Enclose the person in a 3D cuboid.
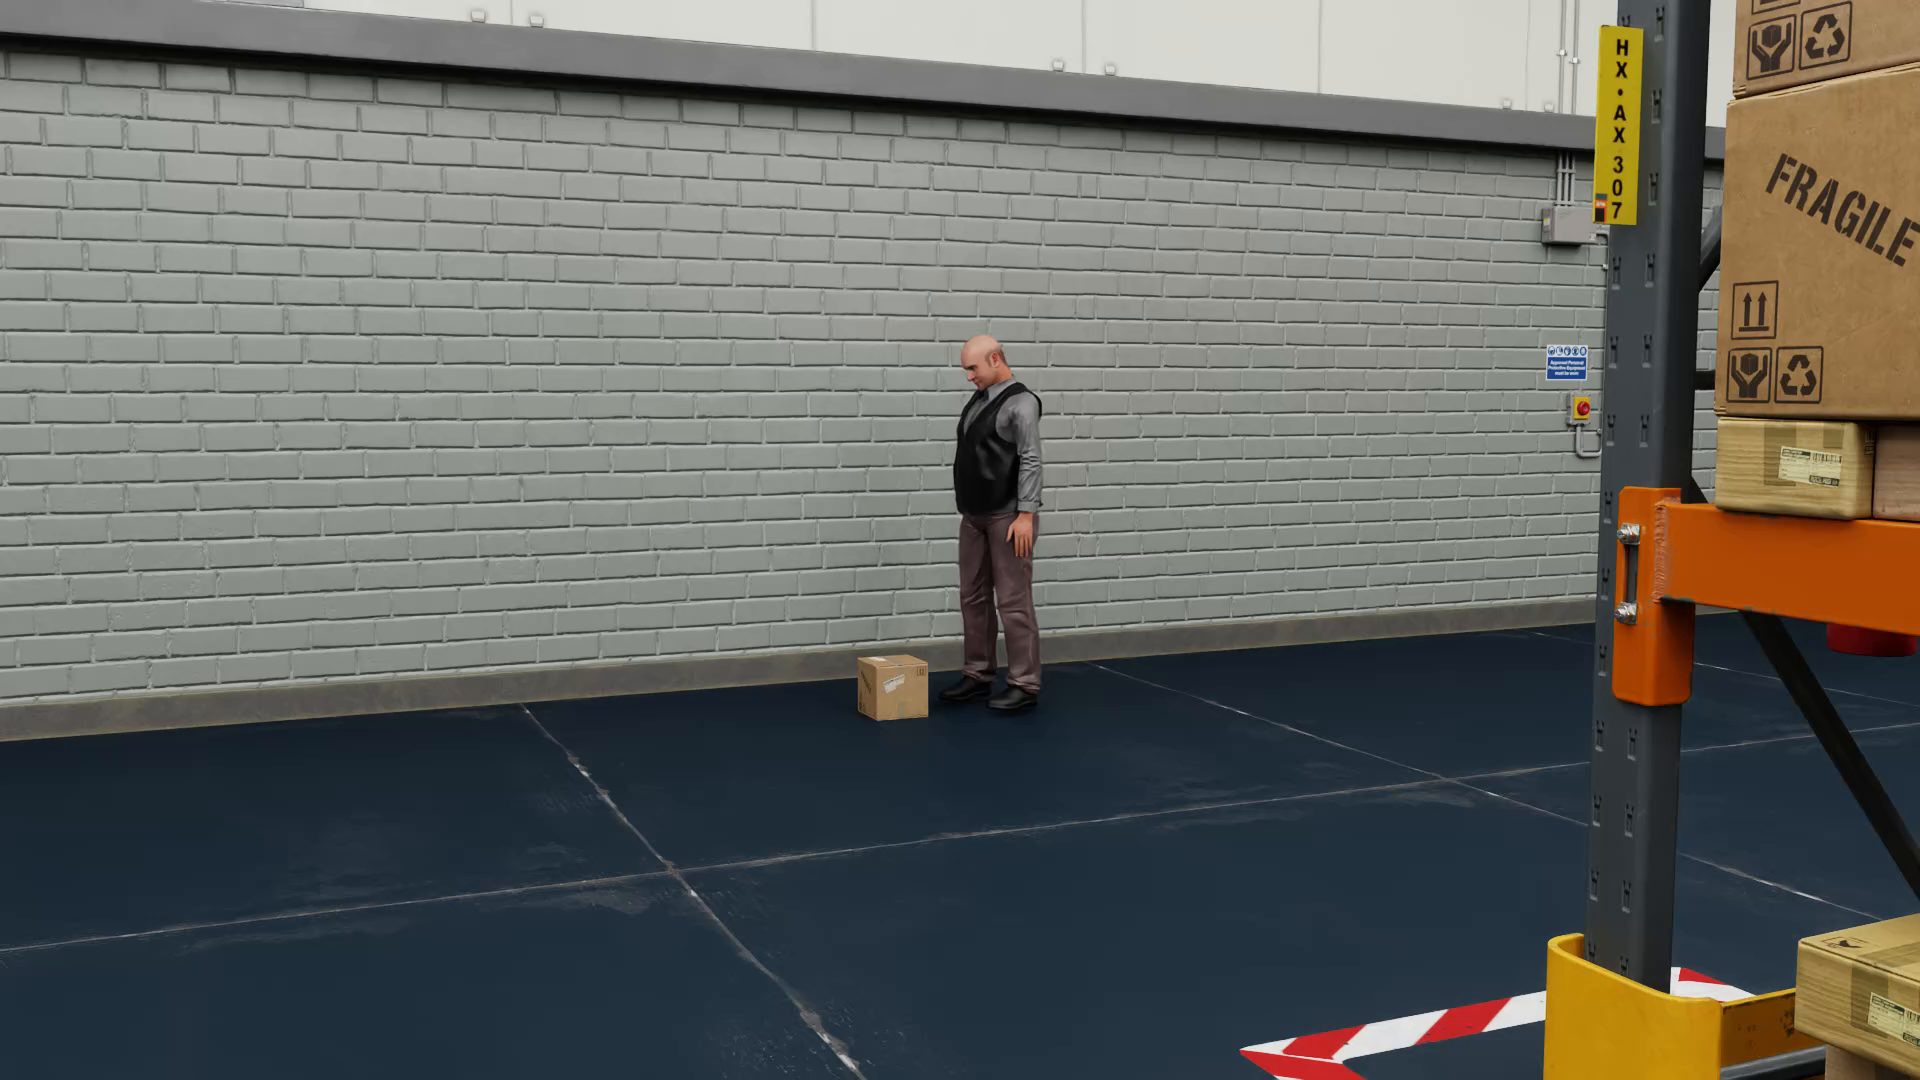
[{"bbox_3d":[0.158,-0.087,7.672,0.409,1.703,0.572,-3,6,-30],"label":"person"}]
